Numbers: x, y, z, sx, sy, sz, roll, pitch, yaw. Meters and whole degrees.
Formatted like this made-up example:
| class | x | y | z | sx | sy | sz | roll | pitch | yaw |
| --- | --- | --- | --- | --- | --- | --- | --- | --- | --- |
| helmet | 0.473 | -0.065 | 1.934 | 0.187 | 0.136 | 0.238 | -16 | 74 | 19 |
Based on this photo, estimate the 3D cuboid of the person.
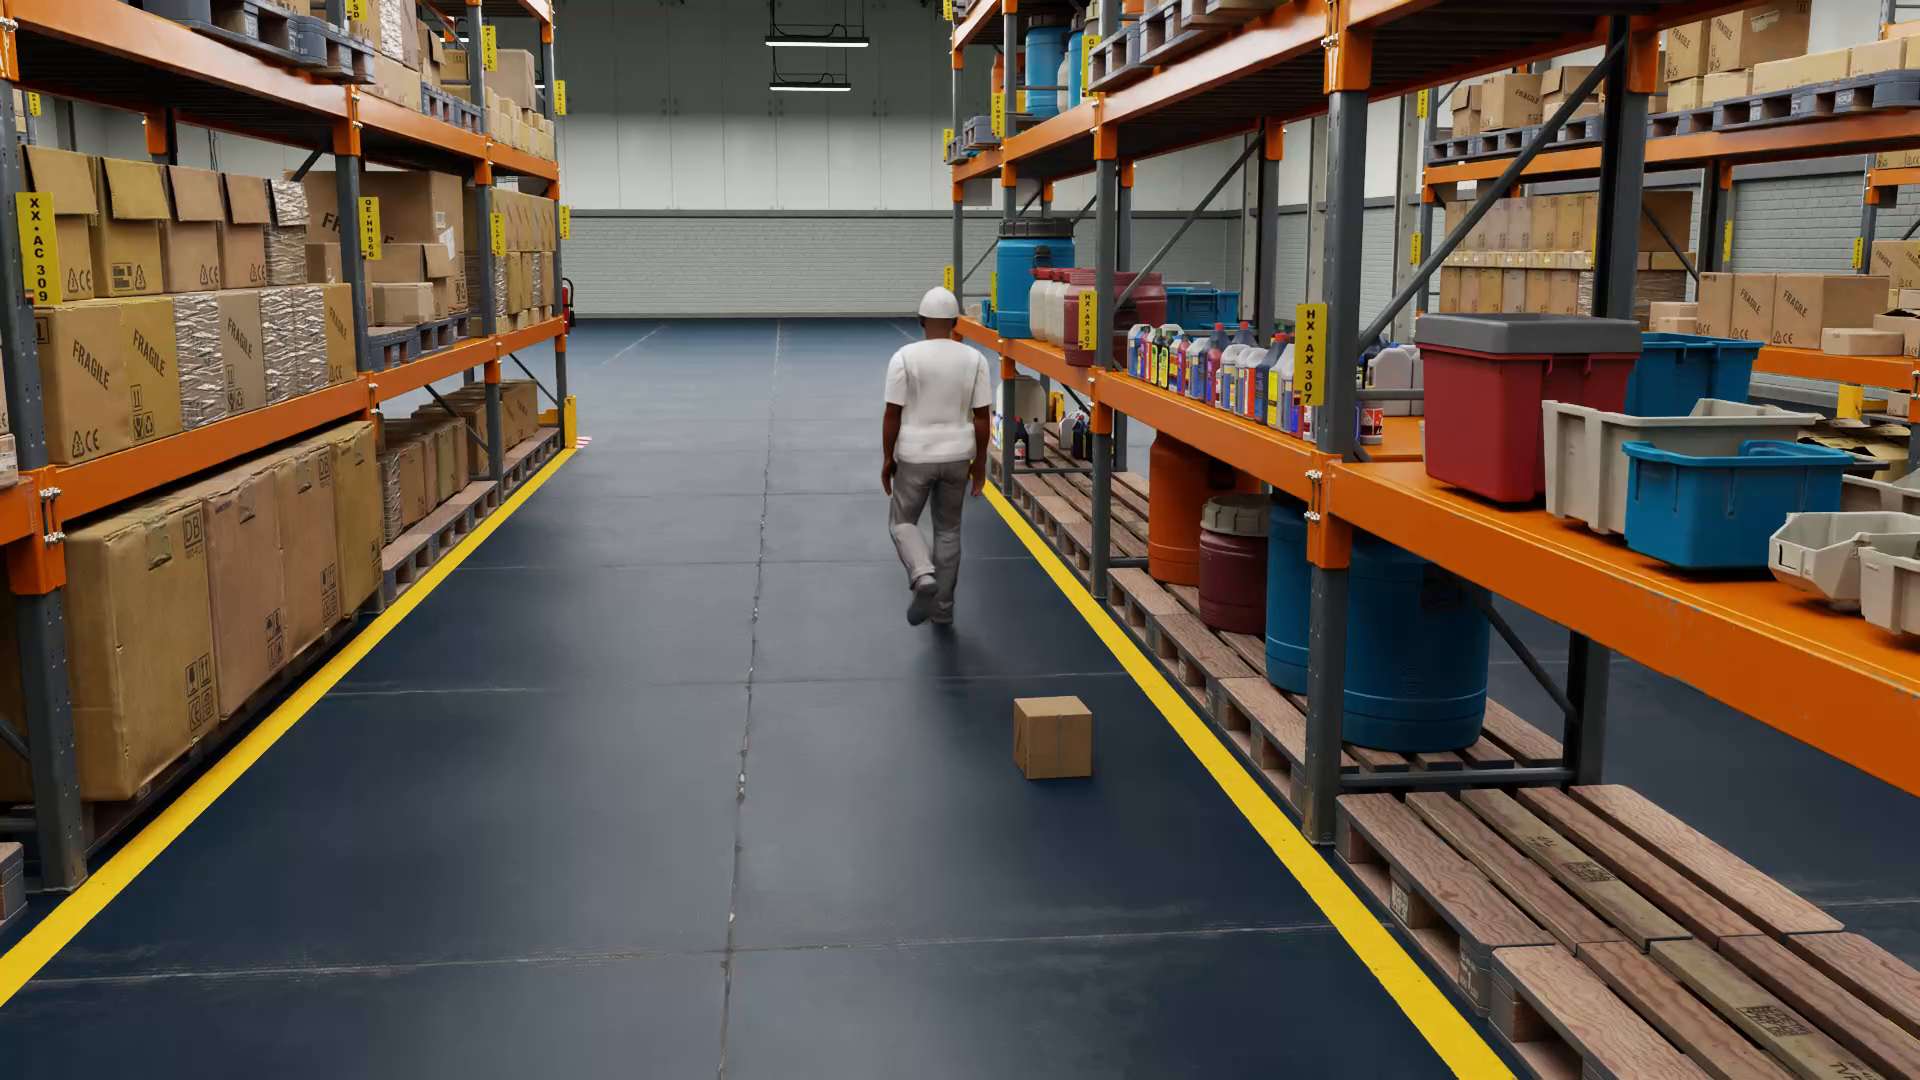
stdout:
| class | x | y | z | sx | sy | sz | roll | pitch | yaw |
| --- | --- | --- | --- | --- | --- | --- | --- | --- | --- |
| person | -0.123 | -0.417 | 8.567 | 0.571 | 1.755 | 0.602 | -2 | 10 | -14 |
